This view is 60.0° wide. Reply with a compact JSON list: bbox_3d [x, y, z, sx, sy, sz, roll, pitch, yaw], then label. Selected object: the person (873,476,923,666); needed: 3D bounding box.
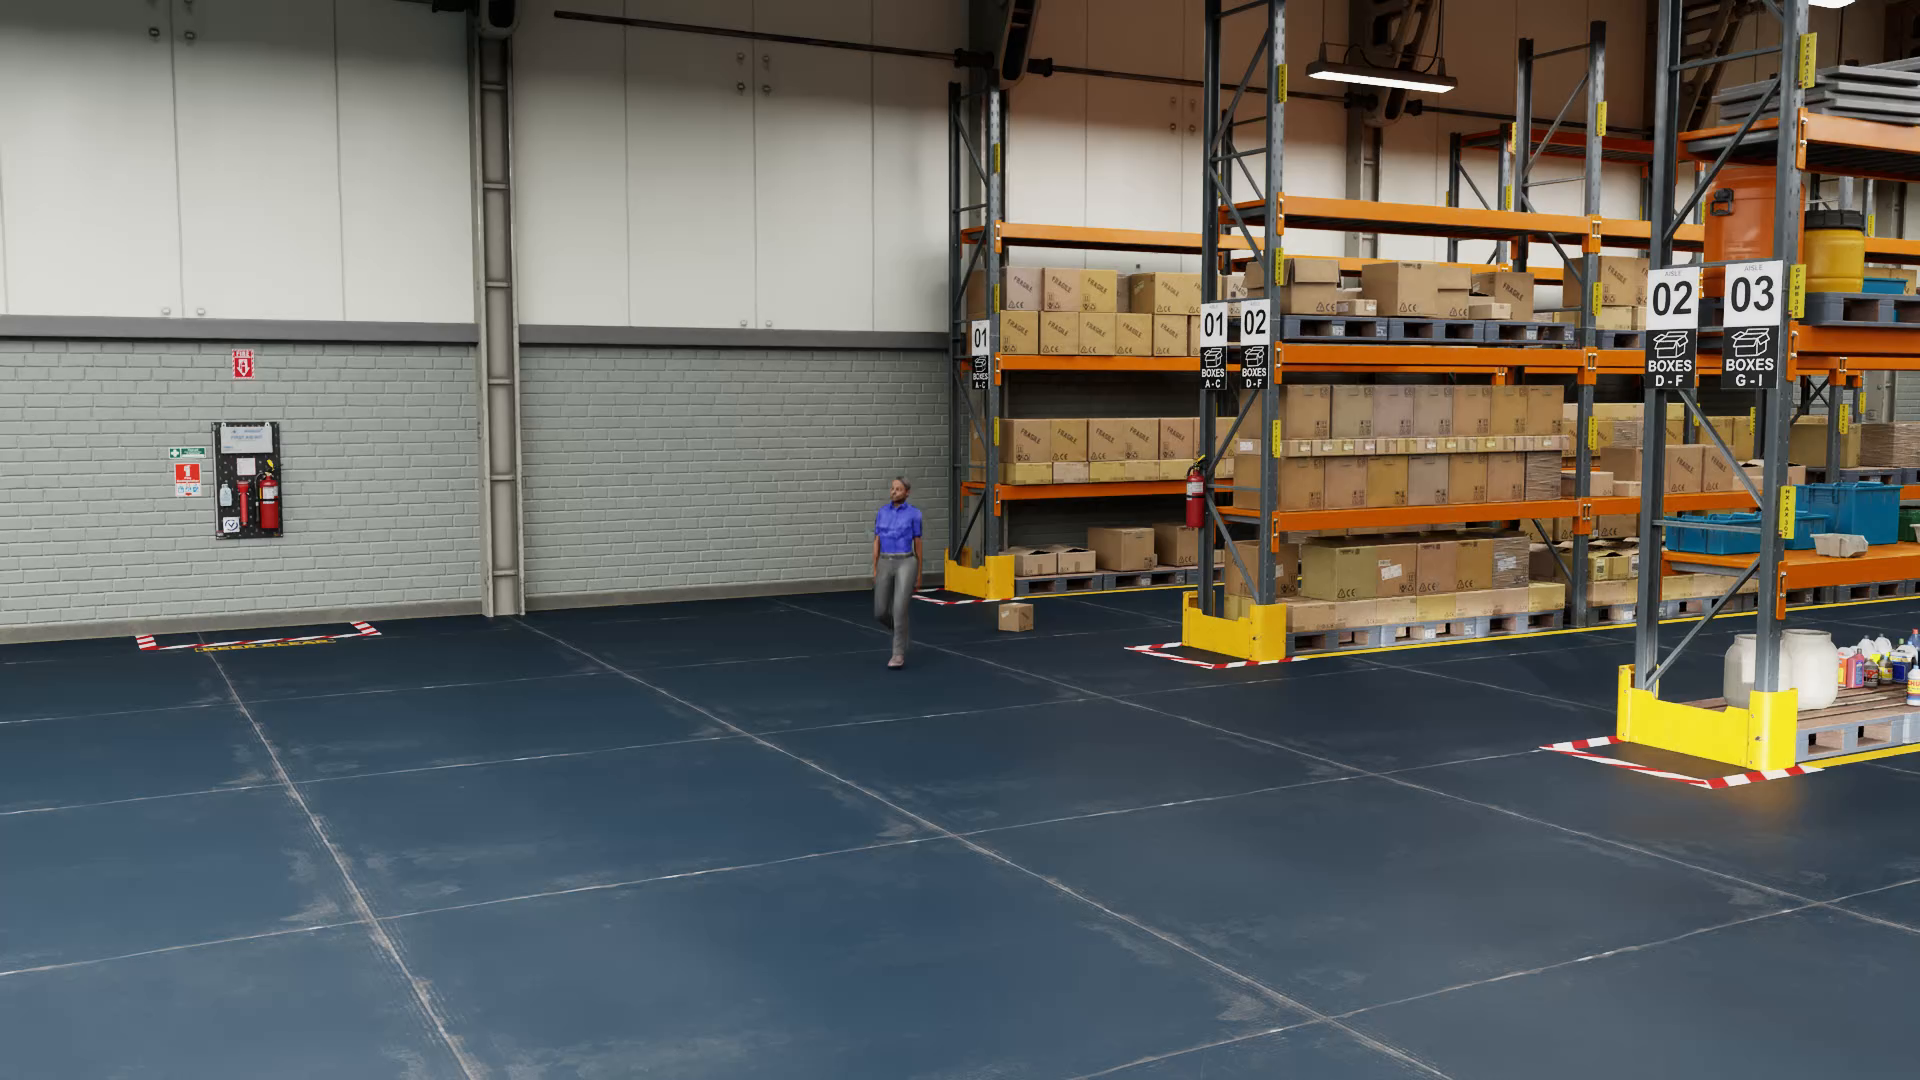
[{"bbox_3d":[-0.540,0.253,14.547,0.451,1.632,0.700,2,5,17],"label":"person"}]
